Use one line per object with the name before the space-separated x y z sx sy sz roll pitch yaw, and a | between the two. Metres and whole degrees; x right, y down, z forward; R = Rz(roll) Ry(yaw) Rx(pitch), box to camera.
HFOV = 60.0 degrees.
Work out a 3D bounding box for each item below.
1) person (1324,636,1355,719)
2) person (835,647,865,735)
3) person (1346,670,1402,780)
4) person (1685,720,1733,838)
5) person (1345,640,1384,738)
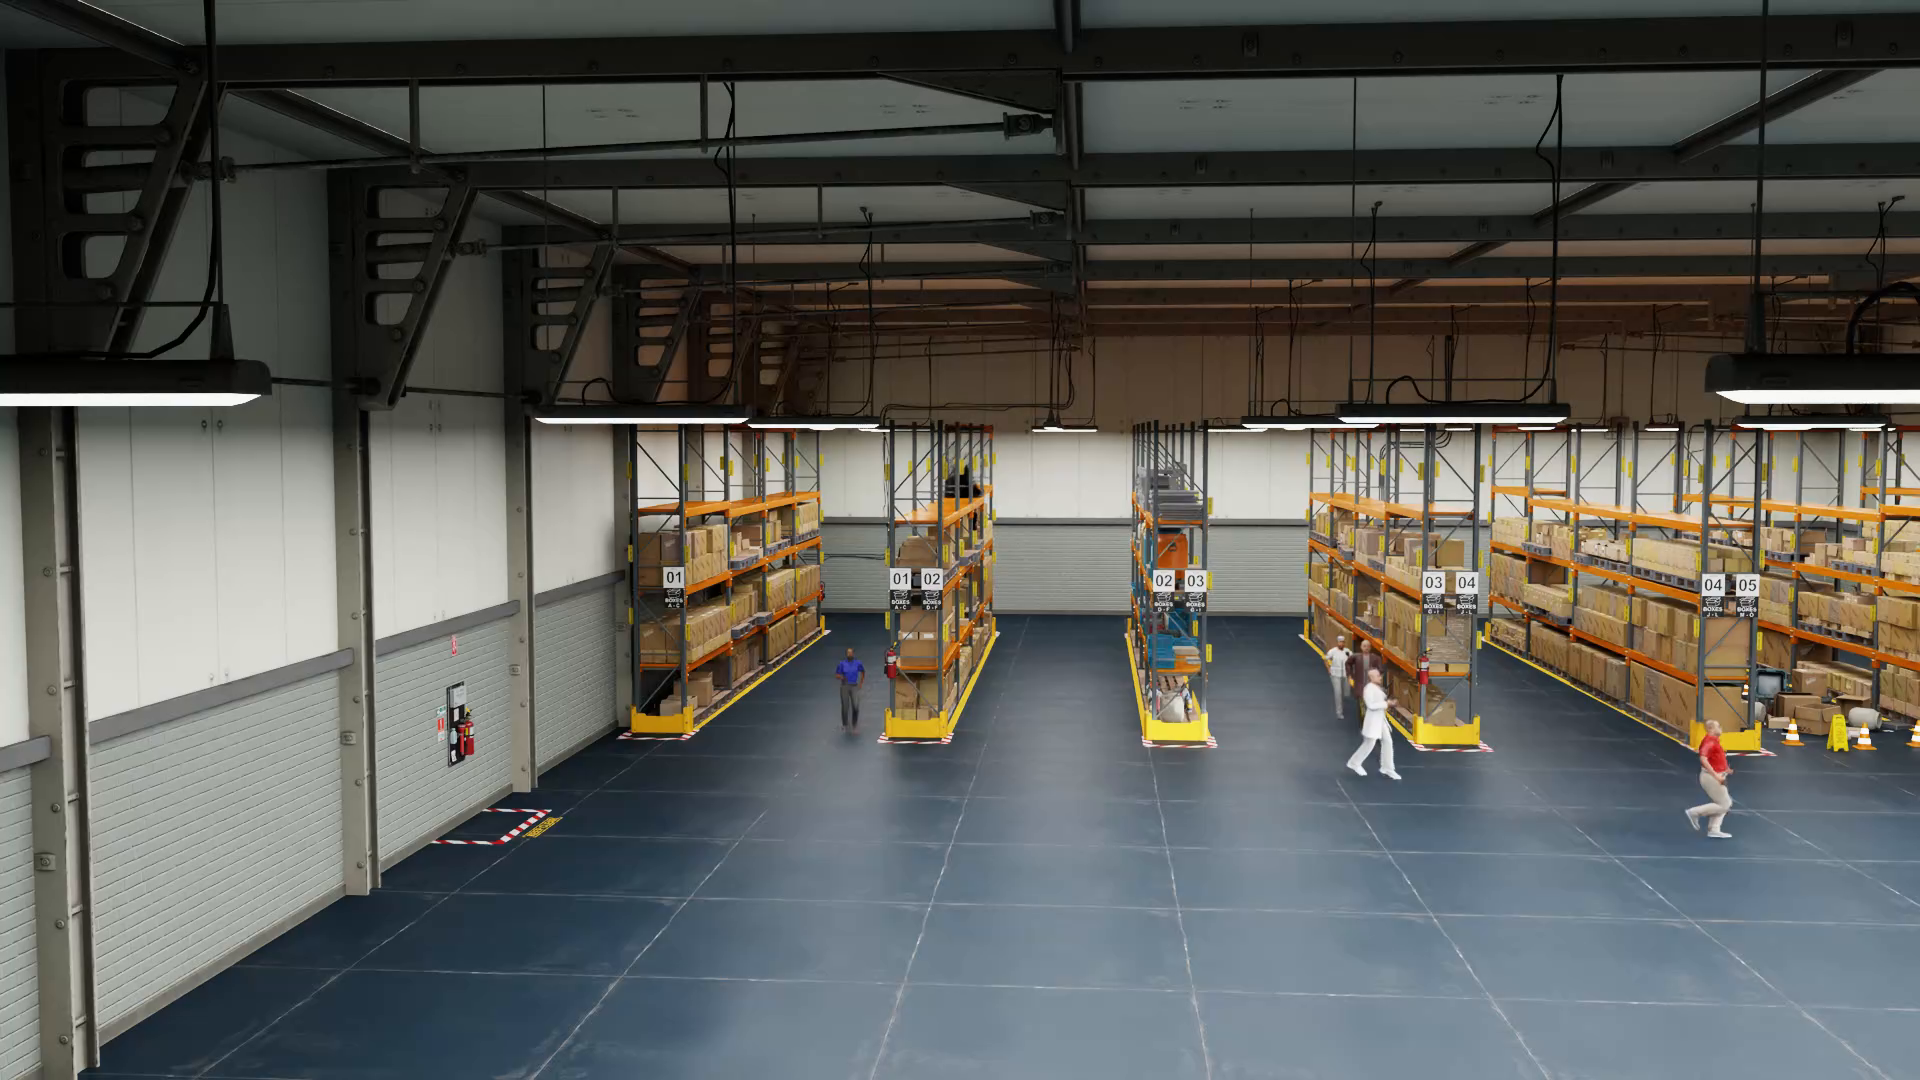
person | 7.718 2.763 33.744 0.619 1.638 0.850 0 4 0
person | -2.098 2.900 31.780 0.583 1.699 0.650 0 4 -5
person | 6.895 3.060 27.677 0.896 1.816 0.693 2 4 32
person | 10.637 3.388 23.597 0.619 1.676 0.679 1 4 19
person | 7.716 2.798 31.652 0.684 1.790 0.995 0 4 1
